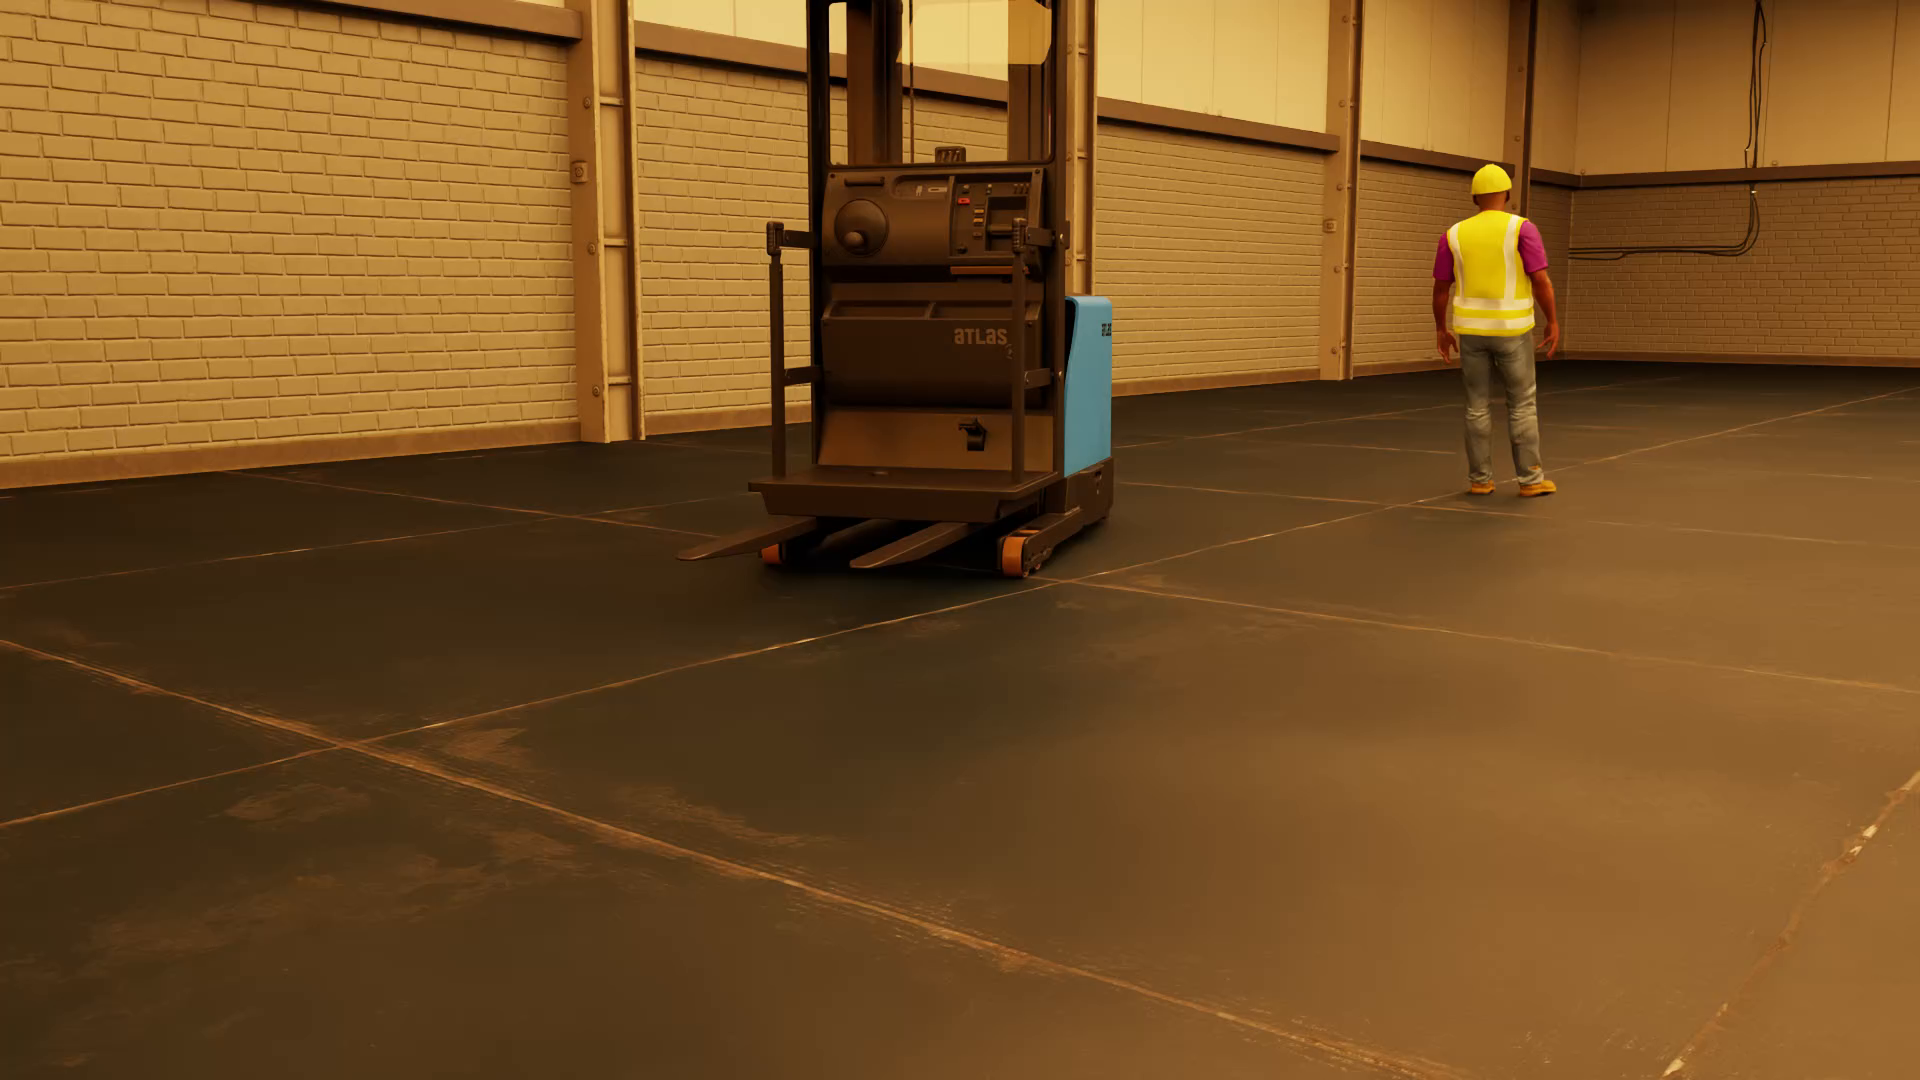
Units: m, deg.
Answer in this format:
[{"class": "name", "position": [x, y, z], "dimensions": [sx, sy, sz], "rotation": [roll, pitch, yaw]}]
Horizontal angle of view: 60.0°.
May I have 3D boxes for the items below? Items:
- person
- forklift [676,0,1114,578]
[{"class": "person", "position": [2.923, -1.133, 9.026], "dimensions": [0.664, 1.770, 0.549], "rotation": [6, 10, 35]}, {"class": "forklift", "position": [-0.176, -1.366, 6.616], "dimensions": [1.130, 2.935, 3.031], "rotation": [3, 9, 17]}]
